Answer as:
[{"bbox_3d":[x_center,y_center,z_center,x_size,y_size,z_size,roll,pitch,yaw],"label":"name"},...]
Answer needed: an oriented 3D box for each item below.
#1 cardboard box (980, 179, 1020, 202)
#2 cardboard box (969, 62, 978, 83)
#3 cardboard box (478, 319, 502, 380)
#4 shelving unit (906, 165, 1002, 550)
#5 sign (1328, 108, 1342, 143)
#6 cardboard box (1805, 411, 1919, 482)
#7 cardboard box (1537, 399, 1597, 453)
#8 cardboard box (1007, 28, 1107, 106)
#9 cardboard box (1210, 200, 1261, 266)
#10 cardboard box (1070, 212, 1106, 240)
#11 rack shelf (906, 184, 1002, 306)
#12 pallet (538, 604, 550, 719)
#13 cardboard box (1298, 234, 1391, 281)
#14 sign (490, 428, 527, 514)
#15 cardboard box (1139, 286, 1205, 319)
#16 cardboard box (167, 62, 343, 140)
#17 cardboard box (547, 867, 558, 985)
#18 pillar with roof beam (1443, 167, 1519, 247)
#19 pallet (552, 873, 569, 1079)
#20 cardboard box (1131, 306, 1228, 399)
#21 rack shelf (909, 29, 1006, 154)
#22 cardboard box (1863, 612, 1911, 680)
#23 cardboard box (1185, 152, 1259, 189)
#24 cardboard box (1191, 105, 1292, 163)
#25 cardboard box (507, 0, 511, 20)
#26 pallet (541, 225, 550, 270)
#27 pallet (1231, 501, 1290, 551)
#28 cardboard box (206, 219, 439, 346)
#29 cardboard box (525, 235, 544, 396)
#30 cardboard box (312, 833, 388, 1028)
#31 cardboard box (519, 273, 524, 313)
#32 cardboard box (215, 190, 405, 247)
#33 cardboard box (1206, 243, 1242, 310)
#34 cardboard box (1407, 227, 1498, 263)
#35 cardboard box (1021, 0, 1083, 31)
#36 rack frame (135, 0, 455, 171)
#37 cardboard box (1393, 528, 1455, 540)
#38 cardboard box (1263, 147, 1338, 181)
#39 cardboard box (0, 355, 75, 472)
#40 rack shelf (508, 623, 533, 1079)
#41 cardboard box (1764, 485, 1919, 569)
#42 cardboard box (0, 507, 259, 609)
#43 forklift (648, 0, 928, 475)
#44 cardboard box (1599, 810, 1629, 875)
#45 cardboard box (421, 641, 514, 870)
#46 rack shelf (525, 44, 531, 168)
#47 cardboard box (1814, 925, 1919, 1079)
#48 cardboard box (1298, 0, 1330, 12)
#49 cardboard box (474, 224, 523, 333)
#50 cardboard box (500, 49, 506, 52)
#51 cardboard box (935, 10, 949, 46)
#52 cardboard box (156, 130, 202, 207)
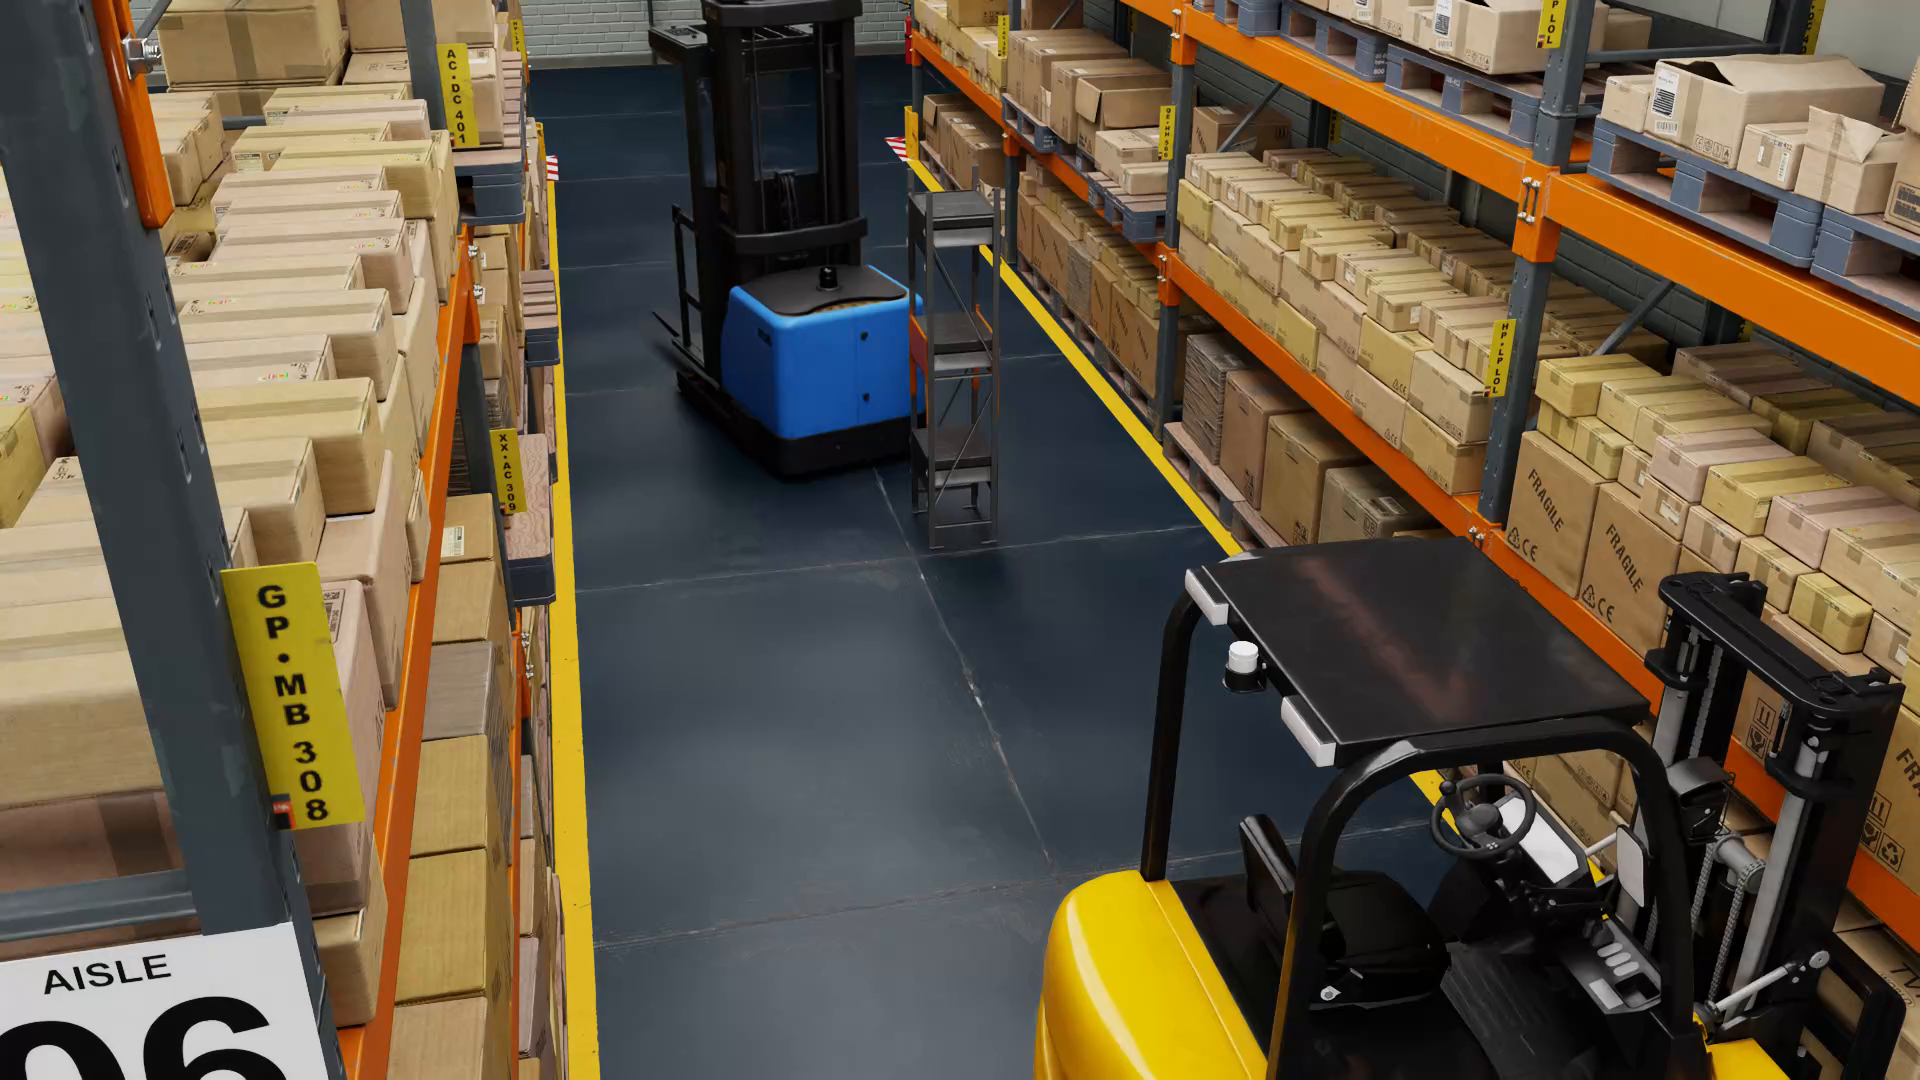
[{"bbox_3d":[0.397,-3.155,15.240,0.396,0.266,0.258,-5,27,-10],"label":"cardboard box"},{"bbox_3d":[0.291,-4.270,15.159,0.380,0.149,0.250,-6,27,-12],"label":"cardboard box"},{"bbox_3d":[-1.905,-0.696,6.172,0.380,0.149,0.250,-6,27,-12],"label":"cardboard box"},{"bbox_3d":[-0.037,-1.010,9.421,0.431,2.100,0.503,-6,27,-12],"label":"shelving unit"},{"bbox_3d":[2.330,-2.635,10.357,0.100,0.325,0.005,-6,27,-12],"label":"sign"},{"bbox_3d":[3.264,-0.329,5.912,0.380,0.149,0.250,-6,27,-13],"label":"cardboard box"},{"bbox_3d":[2.507,-0.472,6.525,0.380,0.149,0.250,-6,27,-12],"label":"cardboard box"},{"bbox_3d":[0.780,-3.813,13.399,0.700,0.500,0.500,-5,27,-10],"label":"cardboard box"},{"bbox_3d":[1.764,-1.777,9.554,0.500,0.250,0.500,-5,27,-10],"label":"cardboard box"},{"bbox_3d":[1.066,-2.426,12.816,0.380,0.149,0.250,-5,27,-10],"label":"cardboard box"},{"bbox_3d":[-0.037,-1.623,9.112,0.431,0.518,0.480,-6,27,-12],"label":"rack shelf"},{"bbox_3d":[-2.599,0.568,8.391,1.003,0.211,1.213,-6,27,-12],"label":"pallet"},{"bbox_3d":[1.946,-1.433,8.428,0.380,0.149,0.250,-7,28,-13],"label":"cardboard box"},{"bbox_3d":[-1.617,-0.244,5.943,0.100,0.325,0.005,-6,27,-12],"label":"sign"},{"bbox_3d":[1.432,-1.613,11.204,0.380,0.149,0.250,-7,28,-14],"label":"cardboard box"},{"bbox_3d":[-2.416,-1.500,5.764,0.500,0.250,0.500,-6,28,-13],"label":"cardboard box"},{"bbox_3d":[-1.748,1.474,6.087,0.500,0.250,0.500,-5,27,-9],"label":"cardboard box"},{"bbox_3d":[-1.232,-3.821,7.333,9.100,9.000,0.400,-6,27,-12],"label":"pillar with roof beam"},{"bbox_3d":[-1.958,1.737,6.074,1.003,0.211,1.213,-6,27,-12],"label":"pallet"},{"bbox_3d":[1.485,-1.296,11.296,0.500,0.500,0.500,-5,27,-10],"label":"cardboard box"},{"bbox_3d":[0.438,-4.373,15.884,1.077,0.370,4.000,-6,27,-12],"label":"rack shelf"},{"bbox_3d":[2.961,0.314,4.968,0.380,0.149,0.250,-6,27,-12],"label":"cardboard box"},{"bbox_3d":[1.575,-2.225,9.998,0.380,0.149,0.250,-5,27,-10],"label":"cardboard box"},{"bbox_3d":[1.826,-2.534,10.865,0.500,0.500,0.500,-5,27,-9],"label":"cardboard box"},{"bbox_3d":[-3.818,-4.035,13.195,0.500,0.500,0.500,-6,27,-11],"label":"cardboard box"},{"bbox_3d":[-4.042,-2.408,14.286,1.003,0.211,1.213,-6,27,-12],"label":"pallet"},{"bbox_3d":[2.209,0.084,9.349,1.003,0.211,1.213,-6,27,-12],"label":"pallet"},{"bbox_3d":[-1.566,-0.590,4.098,0.500,0.250,0.500,-6,27,-12],"label":"cardboard box"},{"bbox_3d":[-3.317,-1.497,11.280,0.875,0.875,0.875,-6,27,-11],"label":"cardboard box"},{"bbox_3d":[-1.001,0.552,2.278,0.380,0.149,0.250,-6,27,-12],"label":"cardboard box"},{"bbox_3d":[-2.511,-1.294,8.797,0.380,0.149,0.250,-6,27,-12],"label":"cardboard box"},{"bbox_3d":[-1.501,-0.702,3.877,0.380,0.149,0.250,-6,27,-11],"label":"cardboard box"},{"bbox_3d":[1.761,-1.553,9.663,0.500,0.250,0.500,-7,28,-13],"label":"cardboard box"},{"bbox_3d":[2.523,-1.489,8.540,0.380,0.149,0.250,-6,27,-11],"label":"cardboard box"},{"bbox_3d":[0.812,-4.898,15.129,0.500,0.500,0.500,-7,28,-13],"label":"cardboard box"},{"bbox_3d":[-2.144,-2.477,4.671,1.000,3.000,0.127,-6,27,-12],"label":"rack frame"},{"bbox_3d":[2.563,0.340,7.916,0.875,0.625,0.625,-5,27,-9],"label":"cardboard box"},{"bbox_3d":[2.061,-2.272,10.092,0.380,0.149,0.250,-5,27,-10],"label":"cardboard box"},{"bbox_3d":[-1.757,-0.196,2.875,0.380,0.149,0.250,-6,27,-12],"label":"cardboard box"},{"bbox_3d":[-1.693,1.400,4.445,1.077,0.370,4.000,-6,27,-12],"label":"rack shelf"},{"bbox_3d":[2.842,-0.044,5.347,0.380,0.149,0.250,-6,27,-12],"label":"cardboard box"},{"bbox_3d":[-1.196,0.089,2.310,0.380,0.149,0.250,-6,27,-12],"label":"cardboard box"},{"bbox_3d":[-1.349,-2.348,11.149,1.130,2.935,3.031,-14,30,-25],"label":"forklift"},{"bbox_3d":[2.717,1.199,6.076,0.500,0.250,0.500,-6,27,-12],"label":"cardboard box"},{"bbox_3d":[-1.557,0.646,4.700,0.500,0.500,0.500,-5,27,-10],"label":"cardboard box"},{"bbox_3d":[-4.397,-3.868,14.882,1.077,0.370,4.000,-6,27,-12],"label":"rack shelf"},{"bbox_3d":[2.941,1.431,5.062,0.500,0.250,0.500,-6,27,-11],"label":"cardboard box"},{"bbox_3d":[1.945,-2.887,8.123,0.500,0.500,0.500,-5,27,-10],"label":"cardboard box"},{"bbox_3d":[-2.430,-1.301,8.092,0.500,0.500,0.500,-8,28,-15],"label":"cardboard box"},{"bbox_3d":[-3.251,-2.954,11.054,0.500,0.500,0.500,-6,27,-11],"label":"cardboard box"},{"bbox_3d":[0.058,-4.968,16.101,0.500,0.250,0.500,-6,27,-13],"label":"cardboard box"},{"bbox_3d":[-2.253,-0.982,4.432,0.380,0.149,0.250,-7,28,-13],"label":"cardboard box"}]
